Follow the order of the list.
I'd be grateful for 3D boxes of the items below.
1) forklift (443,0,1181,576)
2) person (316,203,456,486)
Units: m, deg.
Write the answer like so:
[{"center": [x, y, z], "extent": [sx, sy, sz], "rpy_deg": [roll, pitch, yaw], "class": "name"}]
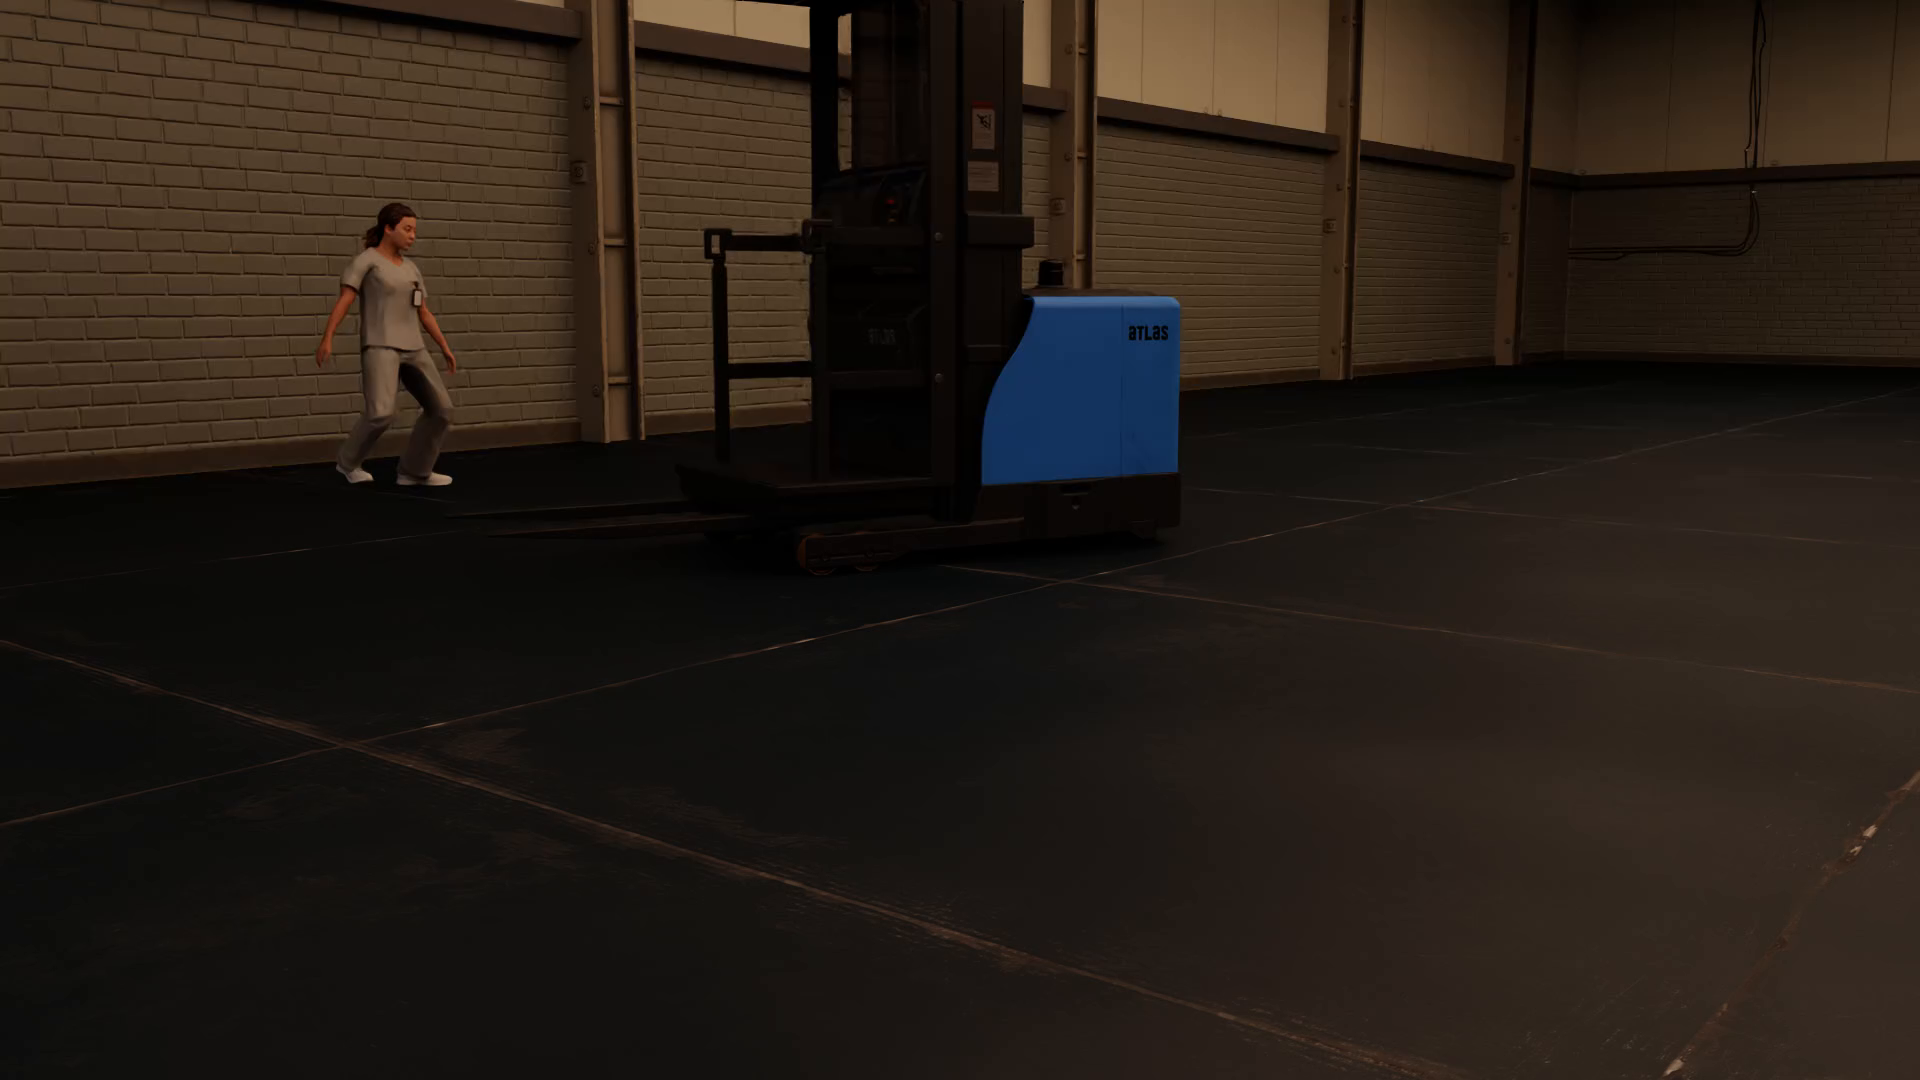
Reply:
[{"center": [-0.559, -1.397, 6.827], "extent": [3.031, 2.935, 1.130], "rpy_deg": [-5, 10, -30], "class": "forklift"}, {"center": [-3.163, -1.057, 9.182], "extent": [0.490, 1.590, 0.790], "rpy_deg": [6, 10, 35], "class": "person"}]
